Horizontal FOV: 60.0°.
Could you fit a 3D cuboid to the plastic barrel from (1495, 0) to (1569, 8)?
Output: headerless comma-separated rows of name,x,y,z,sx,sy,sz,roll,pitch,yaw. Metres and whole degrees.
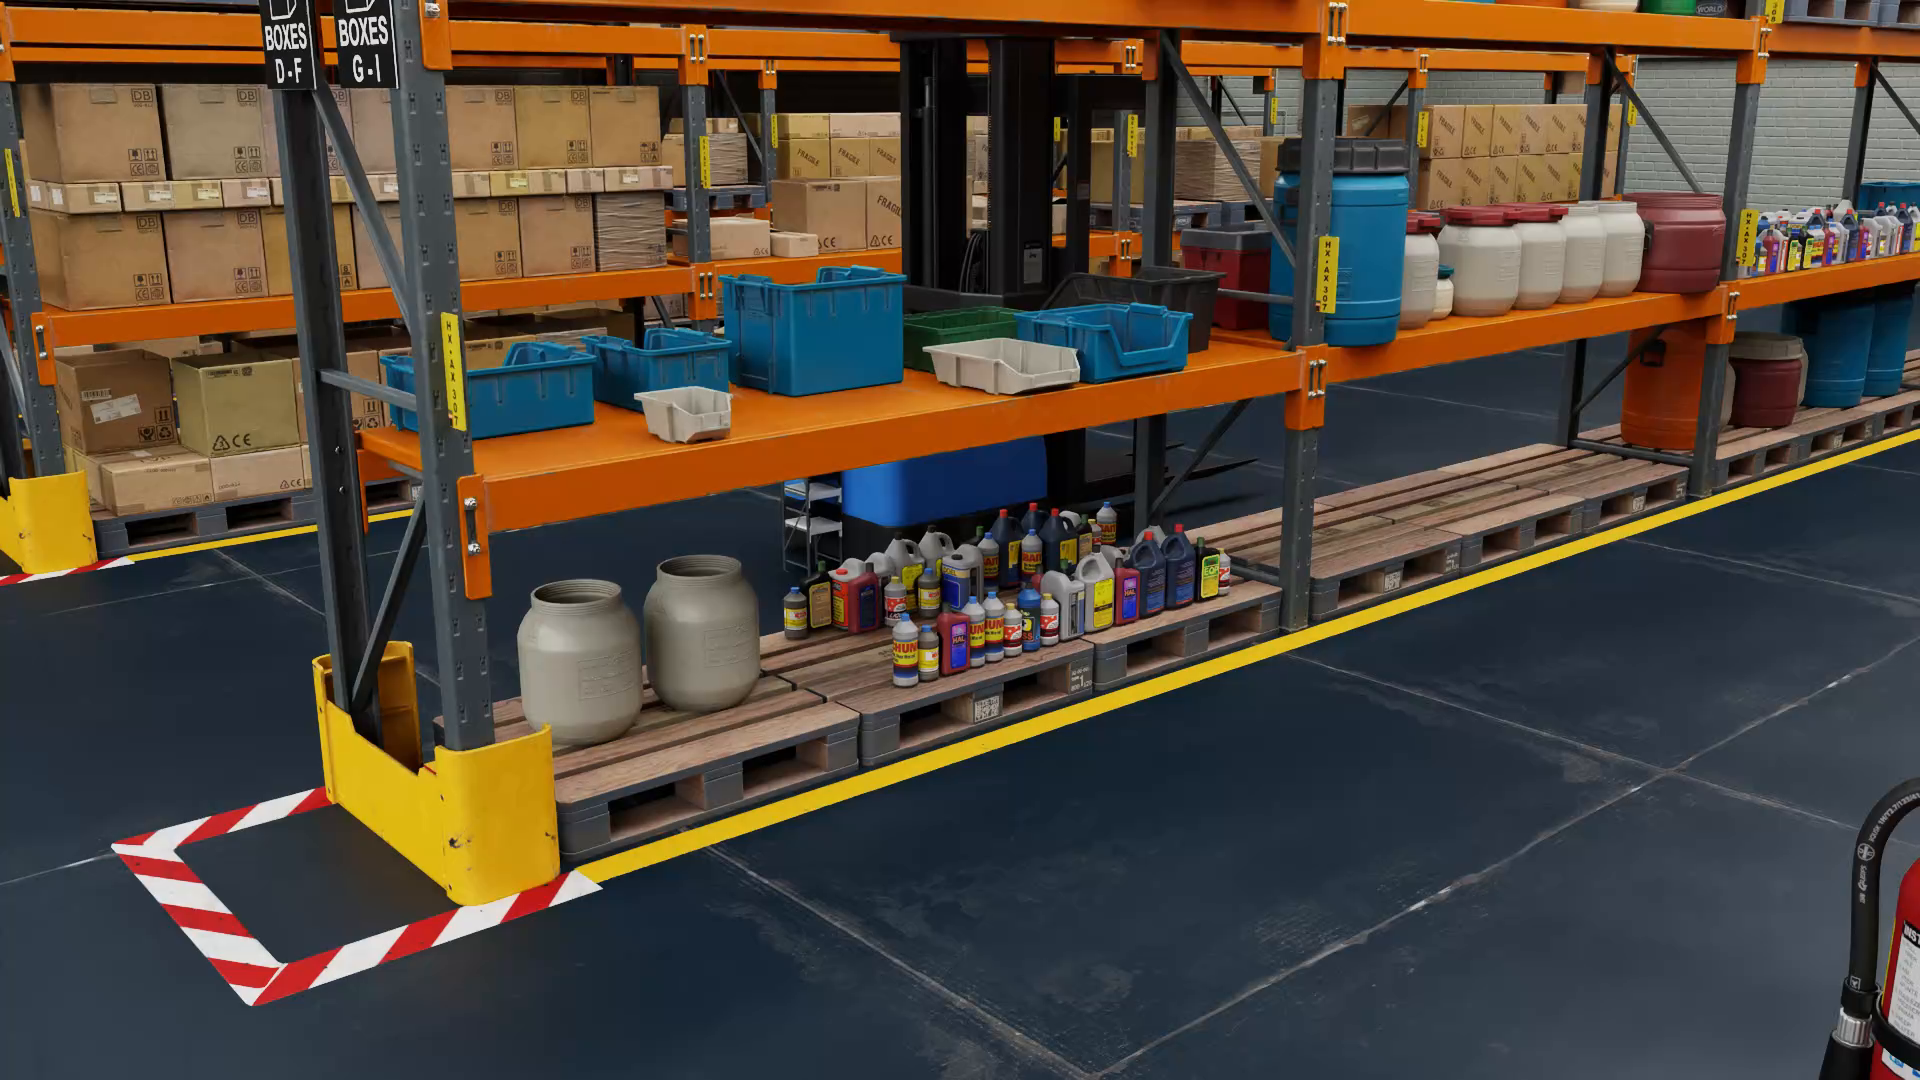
plastic barrel,3.000,-3.251,8.963,0.708,0.830,0.600,-13,19,-39

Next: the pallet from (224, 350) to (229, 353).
pallet,-5.749,-1.585,14.775,1.213,0.211,1.003,-13,19,-39

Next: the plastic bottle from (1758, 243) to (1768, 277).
plastic bottle,4.973,-1.747,10.363,0.097,0.201,0.097,0,15,0

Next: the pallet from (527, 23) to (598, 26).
pallet,-3.950,-4.671,15.477,1.003,0.211,1.213,-13,19,-39

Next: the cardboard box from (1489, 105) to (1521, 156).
cardboard box,5.341,-4.175,16.937,0.500,0.500,0.500,-13,20,-41

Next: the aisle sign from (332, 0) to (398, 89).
aisle sign,-1.642,-1.633,4.514,0.004,0.787,0.394,-13,19,-39

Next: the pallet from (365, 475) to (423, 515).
pallet,-3.559,-0.408,10.367,1.213,0.211,1.003,-13,19,-39

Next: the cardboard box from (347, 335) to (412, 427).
cardboard box,-3.345,-0.949,10.053,0.500,0.500,0.500,-13,19,-39

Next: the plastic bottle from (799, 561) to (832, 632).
plastic bottle,-0.606,0.233,6.975,0.133,0.283,0.061,-12,19,-38

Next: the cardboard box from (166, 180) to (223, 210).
cardboard box,-4.205,-1.885,9.043,0.250,0.149,0.380,-13,19,-39

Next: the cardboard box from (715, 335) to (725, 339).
cardboard box,-1.536,-1.256,11.567,0.500,0.311,0.500,-13,19,-39

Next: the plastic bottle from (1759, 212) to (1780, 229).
plastic bottle,5.800,-2.219,11.985,0.135,0.276,0.152,-13,19,-39

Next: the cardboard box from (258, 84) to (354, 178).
cardboard box,-3.855,-2.348,9.519,0.500,0.500,0.700,-13,19,-39

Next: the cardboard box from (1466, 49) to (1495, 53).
cardboard box,4.933,-4.939,16.406,0.500,0.250,0.500,-13,19,-39

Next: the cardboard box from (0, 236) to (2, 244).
cardboard box,-7.324,-2.424,12.764,0.500,0.250,0.500,-13,20,-41

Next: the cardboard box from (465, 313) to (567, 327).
cardboard box,-2.939,-1.222,11.074,0.500,0.500,0.500,-13,19,-39

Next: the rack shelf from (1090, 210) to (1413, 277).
rack shelf,2.515,-2.758,15.156,4.000,0.370,1.077,-13,19,-39

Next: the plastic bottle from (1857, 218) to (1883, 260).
plastic bottle,6.255,-2.080,11.466,0.135,0.276,0.152,-13,19,-39

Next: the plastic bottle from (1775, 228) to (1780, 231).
plastic bottle,5.208,-1.854,10.630,0.097,0.271,0.097,0,15,0

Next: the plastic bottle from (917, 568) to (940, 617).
plastic bottle,-0.135,0.223,7.173,0.097,0.201,0.097,0,15,0

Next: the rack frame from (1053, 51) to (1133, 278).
rack frame,1.006,-2.767,13.795,0.127,3.000,1.000,-13,19,-39

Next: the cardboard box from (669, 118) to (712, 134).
cardboard box,-2.722,-4.183,16.794,0.380,0.149,0.250,12,19,38

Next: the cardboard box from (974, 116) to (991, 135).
cardboard box,0.193,-4.758,18.989,0.500,0.250,0.500,-12,19,-38

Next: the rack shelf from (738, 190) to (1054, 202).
rack shelf,-0.740,-3.722,18.764,4.000,0.370,1.077,-13,19,-39

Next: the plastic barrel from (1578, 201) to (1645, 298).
plastic barrel,3.619,-1.640,9.360,0.421,0.512,0.421,0,15,0

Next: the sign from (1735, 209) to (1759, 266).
sign,4.622,-1.775,9.765,0.005,0.325,0.100,-13,19,-39

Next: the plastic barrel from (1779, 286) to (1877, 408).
plastic barrel,6.317,-1.460,12.154,0.708,0.901,0.600,-13,19,-39

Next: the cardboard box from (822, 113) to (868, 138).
cardboard box,-1.332,-4.412,17.694,0.500,0.250,0.500,-13,20,-40

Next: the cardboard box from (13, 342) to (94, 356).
cardboard box,-7.272,-1.485,13.355,0.500,0.311,0.500,-11,18,-35

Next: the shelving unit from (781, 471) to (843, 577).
shelving unit,-0.761,-0.268,8.511,0.210,0.900,0.258,-12,19,-39

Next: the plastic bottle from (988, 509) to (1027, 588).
plastic bottle,0.214,0.031,7.602,0.185,0.351,0.144,-14,20,-42

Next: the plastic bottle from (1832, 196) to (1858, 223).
plastic bottle,6.764,-2.452,12.713,0.185,0.351,0.144,-13,19,-39

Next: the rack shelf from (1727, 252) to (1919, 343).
rack shelf,5.764,-1.793,11.544,4.000,0.370,1.077,-13,19,-39

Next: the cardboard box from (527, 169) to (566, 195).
cardboard box,-2.657,-2.232,10.343,0.250,0.149,0.380,-13,20,-39

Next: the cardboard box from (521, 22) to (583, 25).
cardboard box,-3.870,-5.039,15.483,0.500,0.500,0.500,-14,20,-41

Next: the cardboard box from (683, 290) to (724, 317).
cardboard box,-2.757,-2.603,17.174,0.500,0.500,0.700,-12,19,-39

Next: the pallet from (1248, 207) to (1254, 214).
pallet,3.349,-3.237,15.930,1.213,0.211,1.003,-13,19,-39

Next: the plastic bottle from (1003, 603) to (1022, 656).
plastic bottle,0.201,0.355,6.680,0.097,0.201,0.097,0,15,0

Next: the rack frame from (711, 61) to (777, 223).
rack frame,-2.248,-3.730,17.403,0.127,3.000,1.000,-13,19,-39

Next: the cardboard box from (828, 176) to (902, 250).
cardboard box,-0.646,-2.438,12.372,0.500,0.500,0.500,-13,19,-39

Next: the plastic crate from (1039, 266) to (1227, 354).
plastic crate,0.759,-1.030,7.415,0.504,0.338,0.767,-13,19,-39

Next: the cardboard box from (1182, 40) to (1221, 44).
cardboard box,1.698,-4.431,14.020,0.500,0.500,0.910,-13,19,-39

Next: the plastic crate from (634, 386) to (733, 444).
plastic crate,-0.894,-0.408,5.476,0.250,0.136,0.298,-13,19,-39

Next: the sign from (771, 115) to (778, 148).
sign,-1.885,-4.148,16.875,0.005,0.325,0.100,-13,19,-39

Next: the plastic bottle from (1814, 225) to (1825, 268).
plastic bottle,5.596,-1.921,10.878,0.097,0.271,0.097,0,15,0

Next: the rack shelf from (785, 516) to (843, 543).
rack shelf,-0.761,-0.062,8.566,0.200,0.077,0.258,-12,19,-39

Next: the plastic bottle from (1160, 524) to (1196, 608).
plastic bottle,0.941,0.108,7.312,0.185,0.351,0.144,-13,20,-41

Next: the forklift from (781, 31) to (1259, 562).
forklift,0.481,-1.521,9.266,3.031,2.935,1.130,-12,19,-39

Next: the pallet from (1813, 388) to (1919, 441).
pallet,6.663,-1.010,12.620,1.213,0.211,1.003,-13,19,-39

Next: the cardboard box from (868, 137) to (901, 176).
cardboard box,-0.938,-4.135,18.110,0.500,0.500,0.500,-13,20,-40

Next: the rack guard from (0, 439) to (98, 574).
rack guard,-5.047,-0.200,9.029,0.348,0.500,1.175,-13,19,-39

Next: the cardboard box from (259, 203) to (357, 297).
cardboard box,-3.897,-1.709,9.643,0.500,0.500,0.700,-12,19,-39

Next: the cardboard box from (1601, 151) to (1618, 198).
cardboard box,6.882,-4.041,18.374,0.500,0.500,0.500,-12,19,-38
